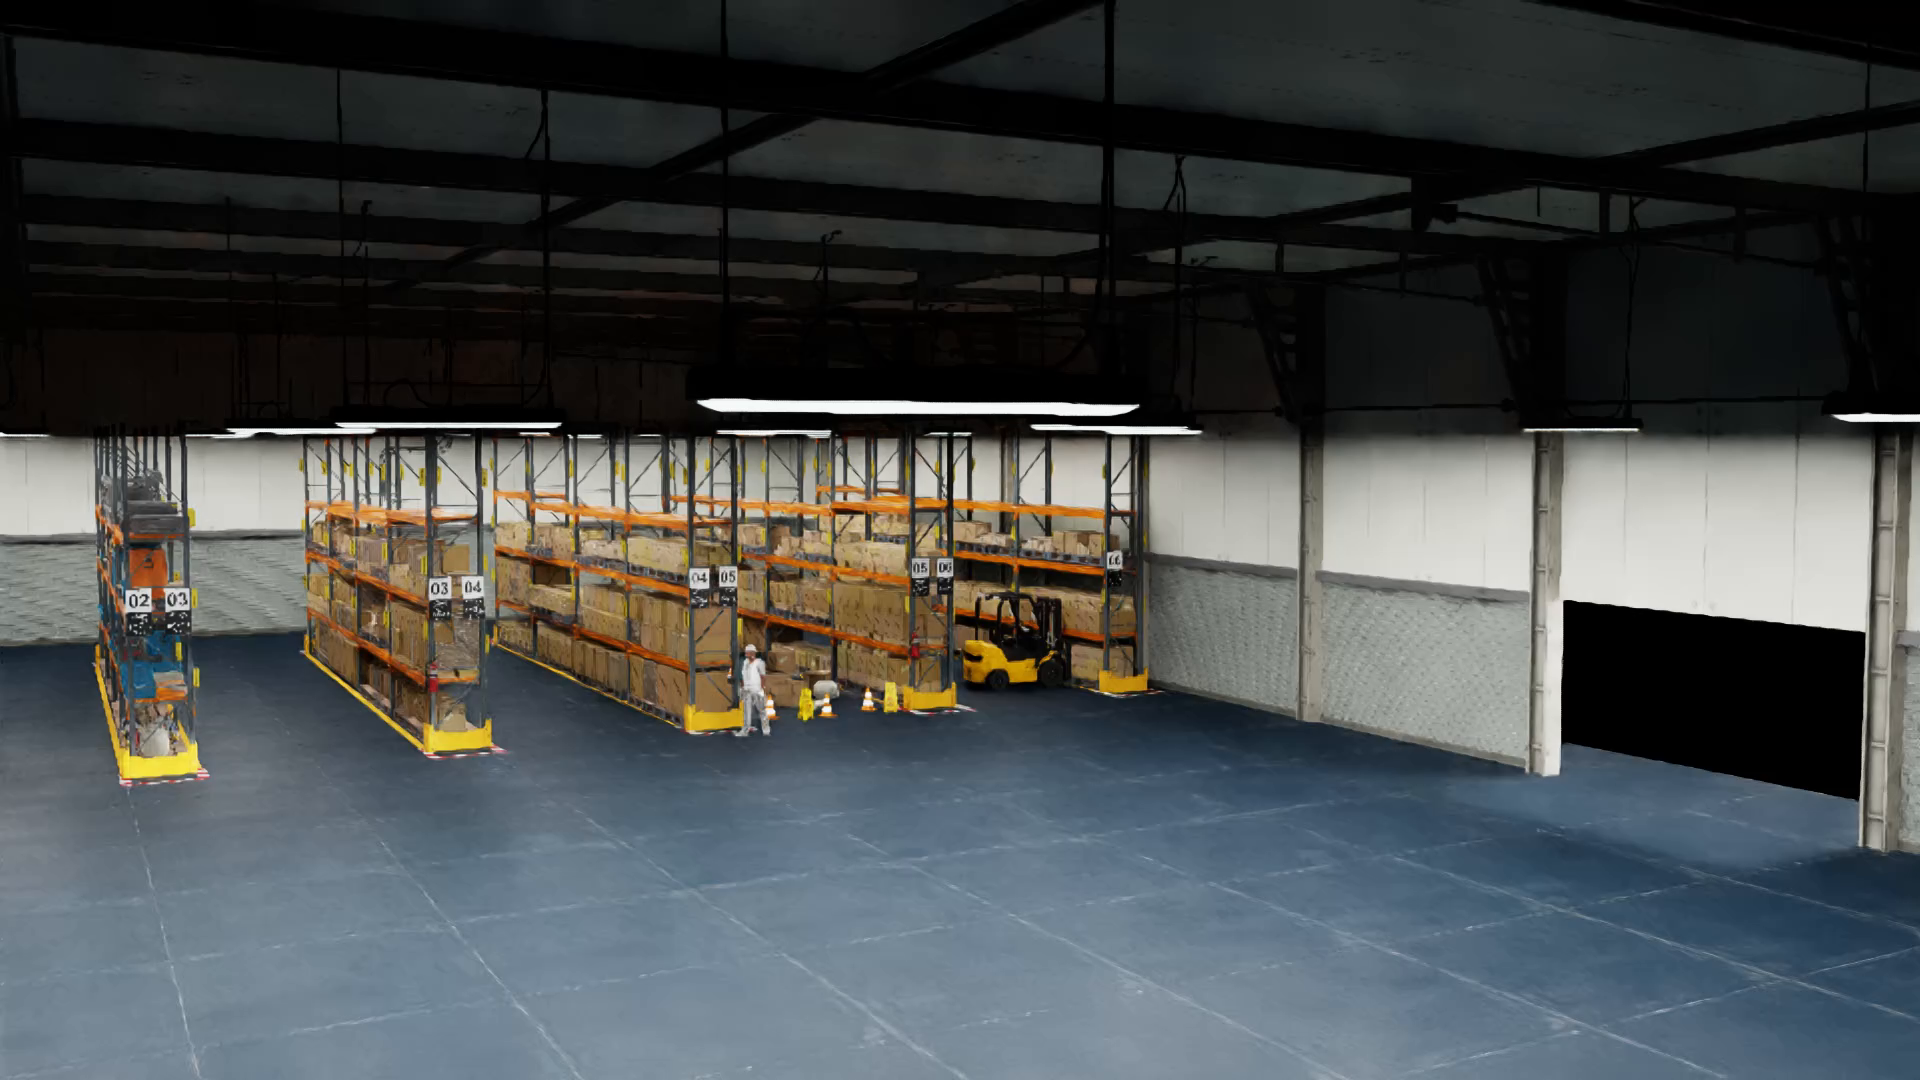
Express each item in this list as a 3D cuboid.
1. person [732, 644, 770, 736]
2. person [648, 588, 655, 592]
[{"bbox_3d":[-4.026,2.895,32.049,0.681,1.786,0.635,3,4,37],"label":"person"},{"bbox_3d":[-8.411,2.137,45.371,0.569,1.654,0.617,-1,4,-10],"label":"person"}]
